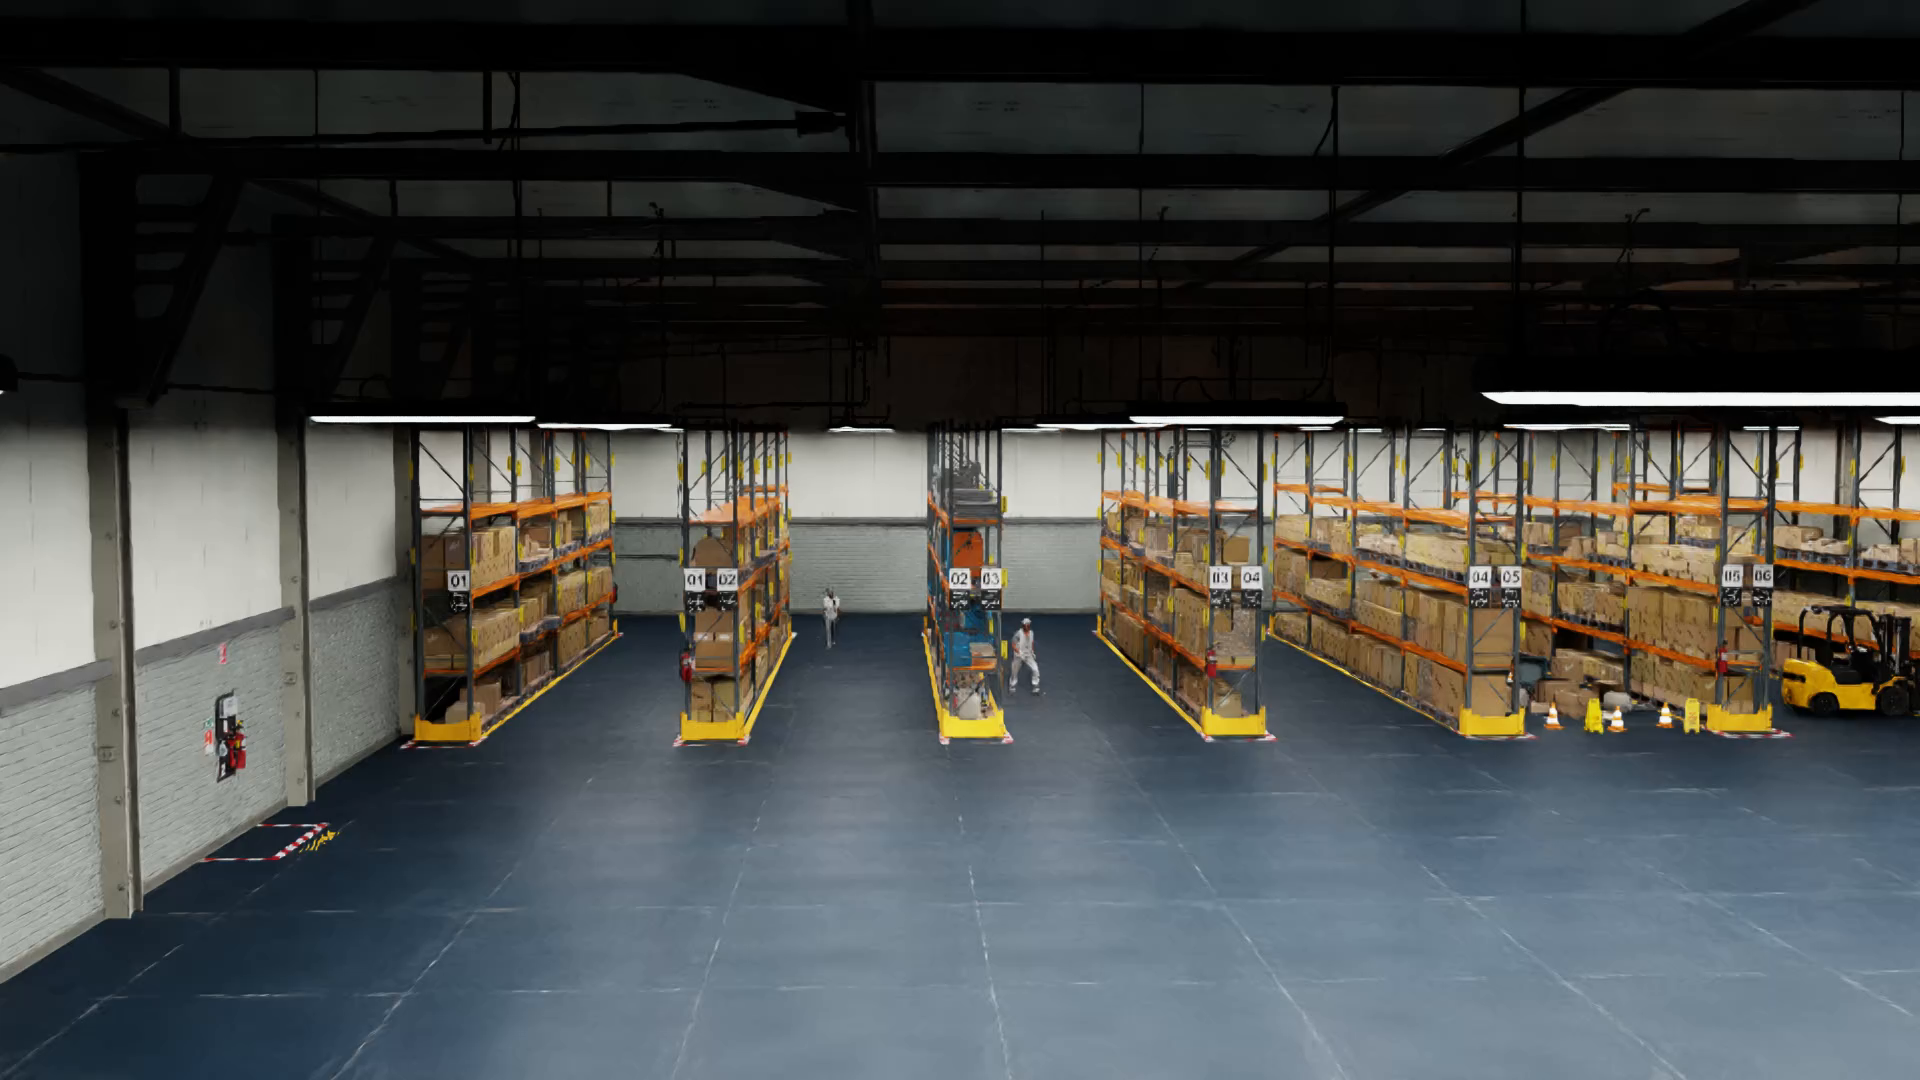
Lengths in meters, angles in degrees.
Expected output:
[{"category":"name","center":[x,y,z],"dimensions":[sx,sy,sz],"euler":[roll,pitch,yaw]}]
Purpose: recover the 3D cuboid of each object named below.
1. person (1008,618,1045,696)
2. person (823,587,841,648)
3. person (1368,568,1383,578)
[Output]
[{"category":"person","center":[1.392,2.537,36.192],"dimensions":[0.677,1.725,0.789],"euler":[-2,4,-25]},{"category":"person","center":[-3.421,2.060,44.415],"dimensions":[0.463,1.625,0.989],"euler":[0,4,-4]},{"category":"person","center":[12.421,1.685,49.534],"dimensions":[0.614,1.762,0.594],"euler":[-3,5,-36]}]
